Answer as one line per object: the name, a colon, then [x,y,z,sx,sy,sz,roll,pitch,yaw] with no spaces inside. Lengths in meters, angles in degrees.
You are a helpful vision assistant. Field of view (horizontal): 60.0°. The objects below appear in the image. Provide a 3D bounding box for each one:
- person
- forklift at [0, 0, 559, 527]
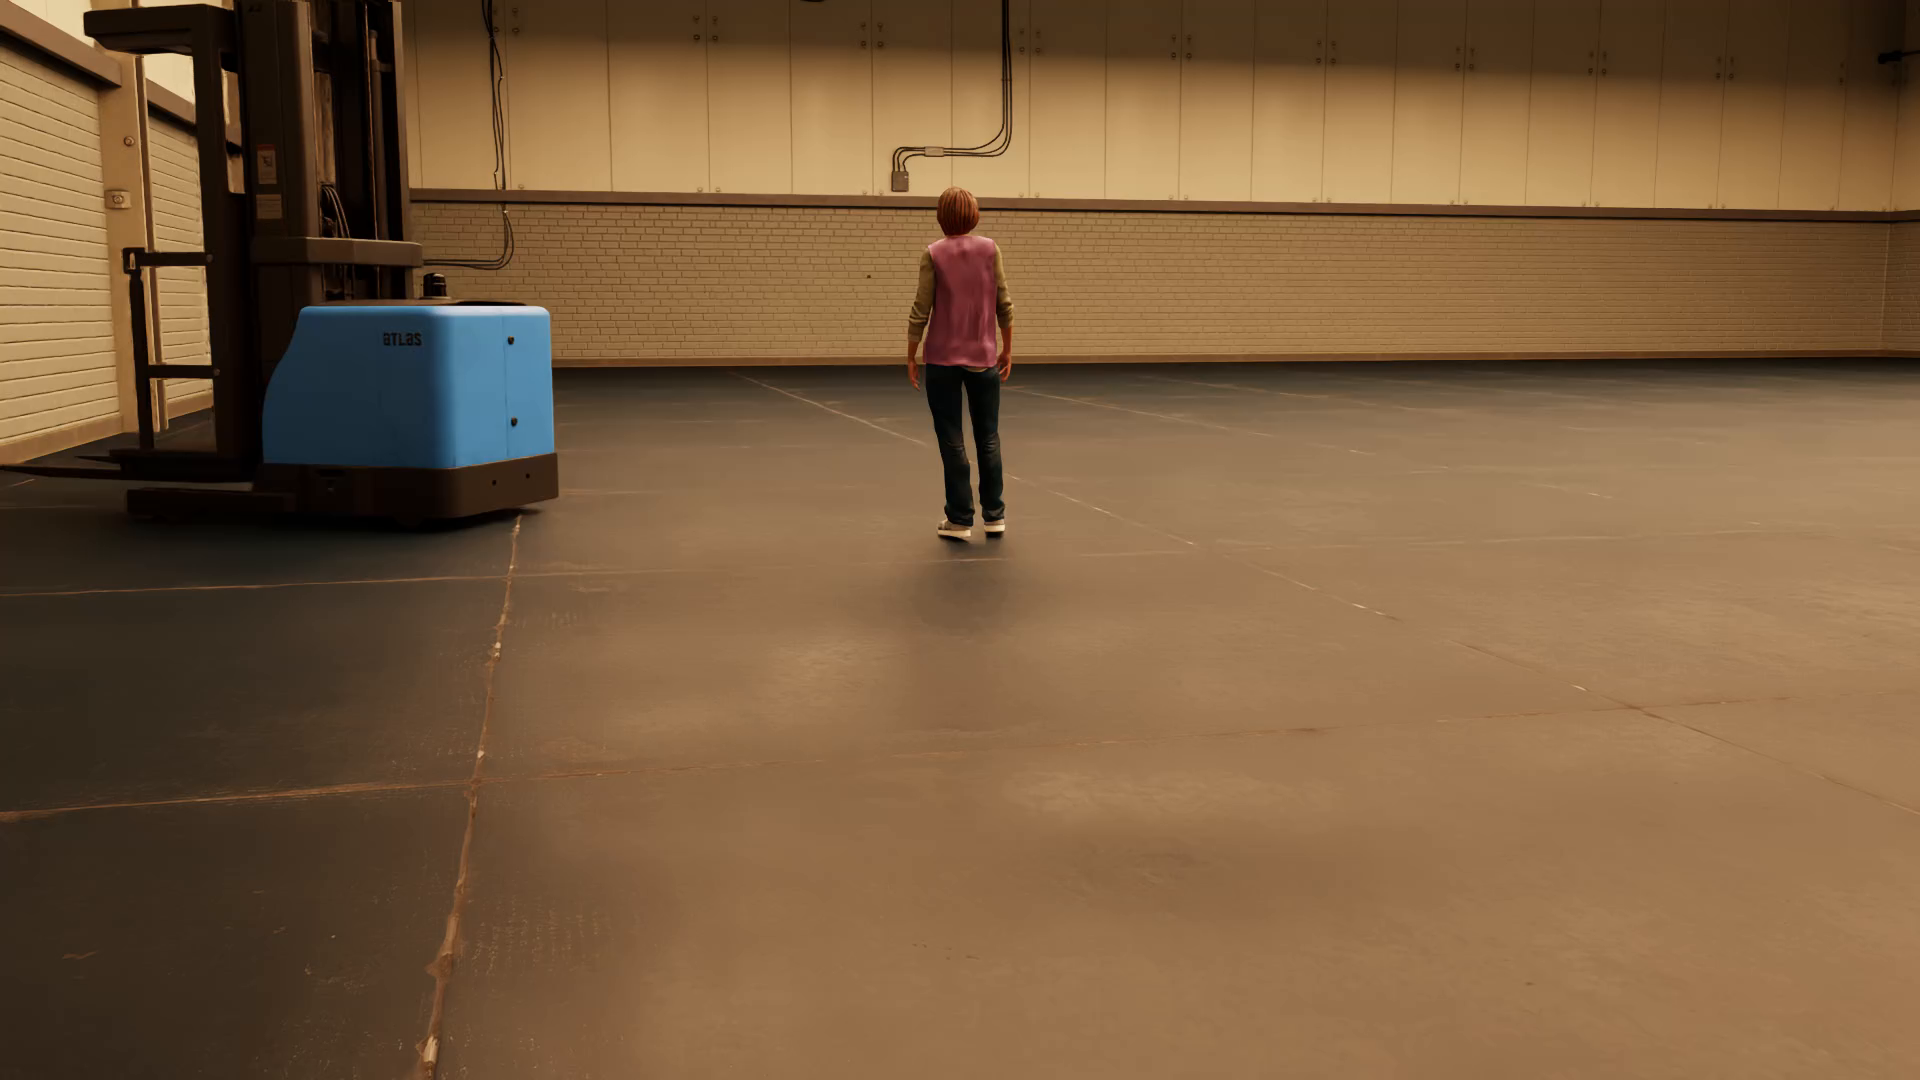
person: [-0.004,-0.808,7.671,0.521,1.599,0.473,-2,8,-13]
forklift: [-3.697,-1.608,8.622,3.031,2.935,1.130,2,8,17]
